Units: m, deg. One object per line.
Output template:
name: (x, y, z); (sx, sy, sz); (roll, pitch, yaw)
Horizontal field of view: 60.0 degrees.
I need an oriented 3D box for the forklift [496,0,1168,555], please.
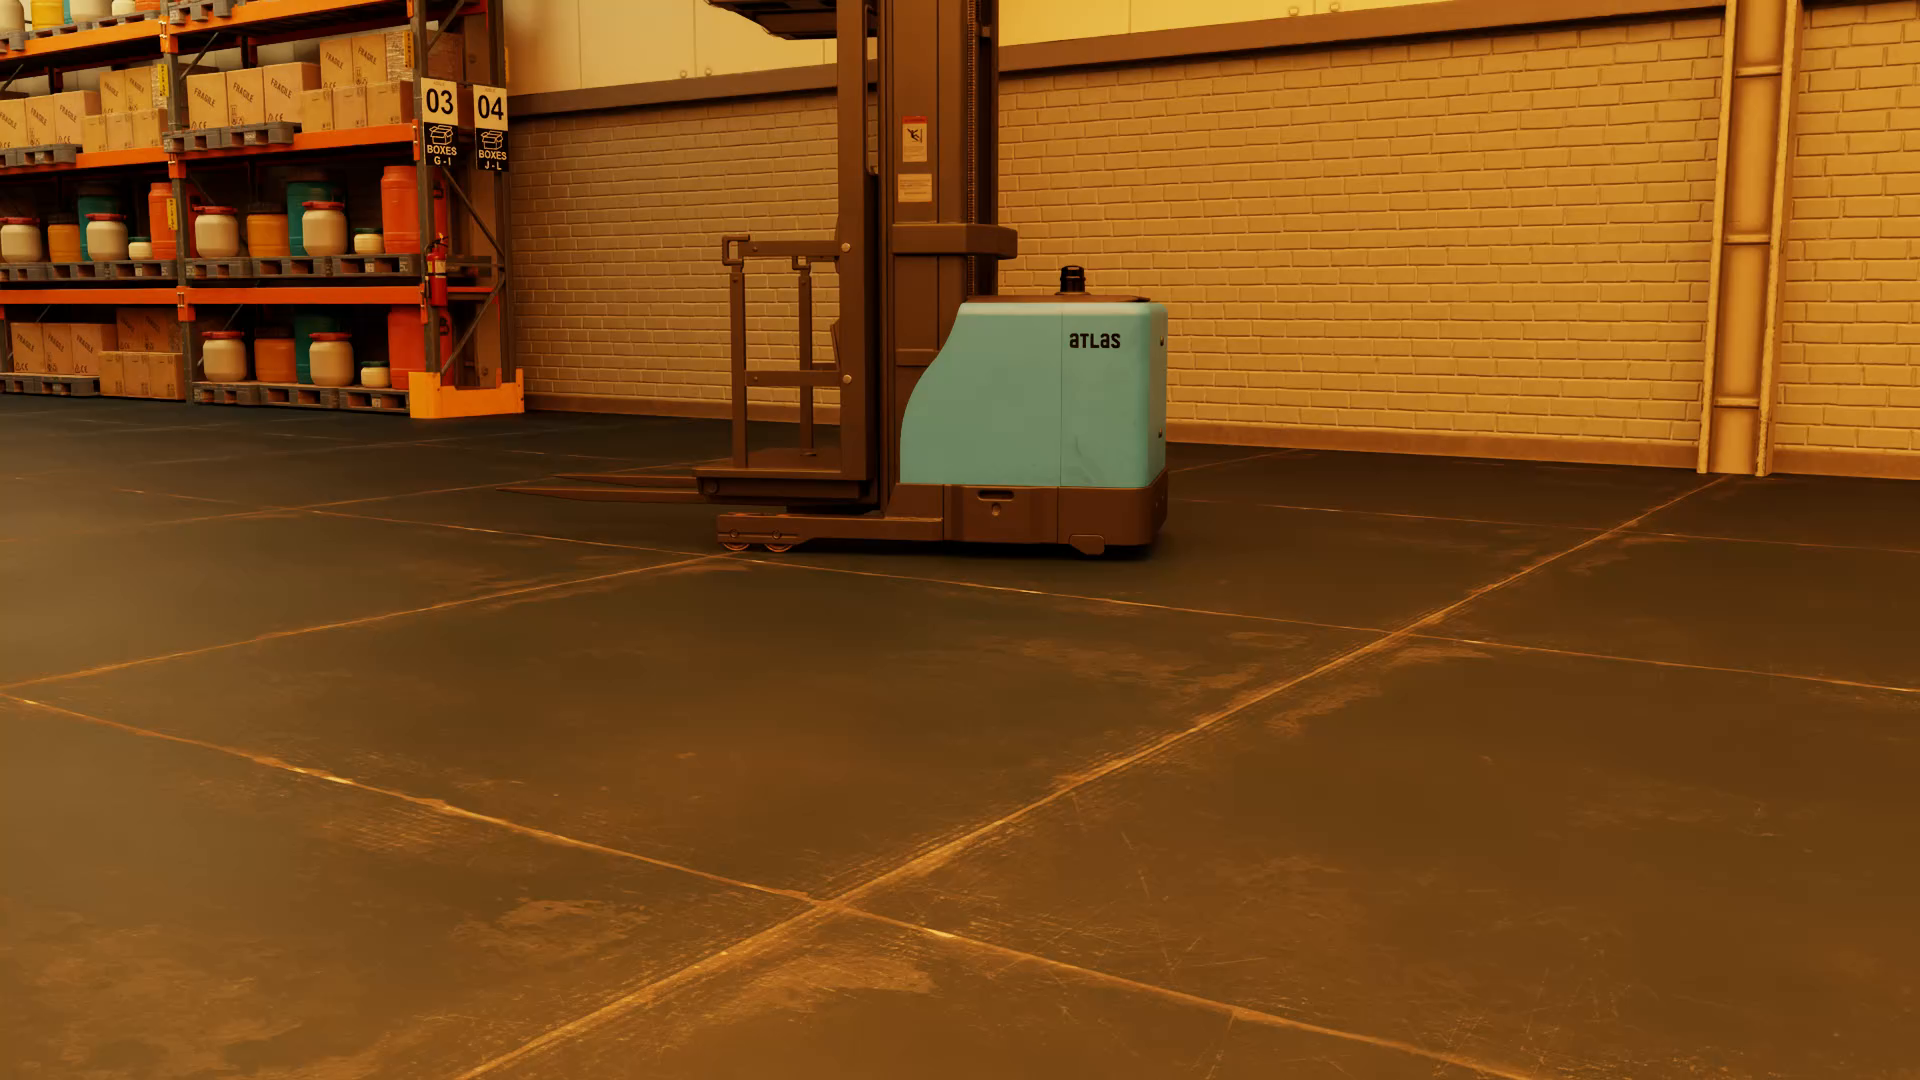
forklift: (-0.596, -1.469, 7.520); (3.031, 2.935, 1.130); (2, 8, 12)
